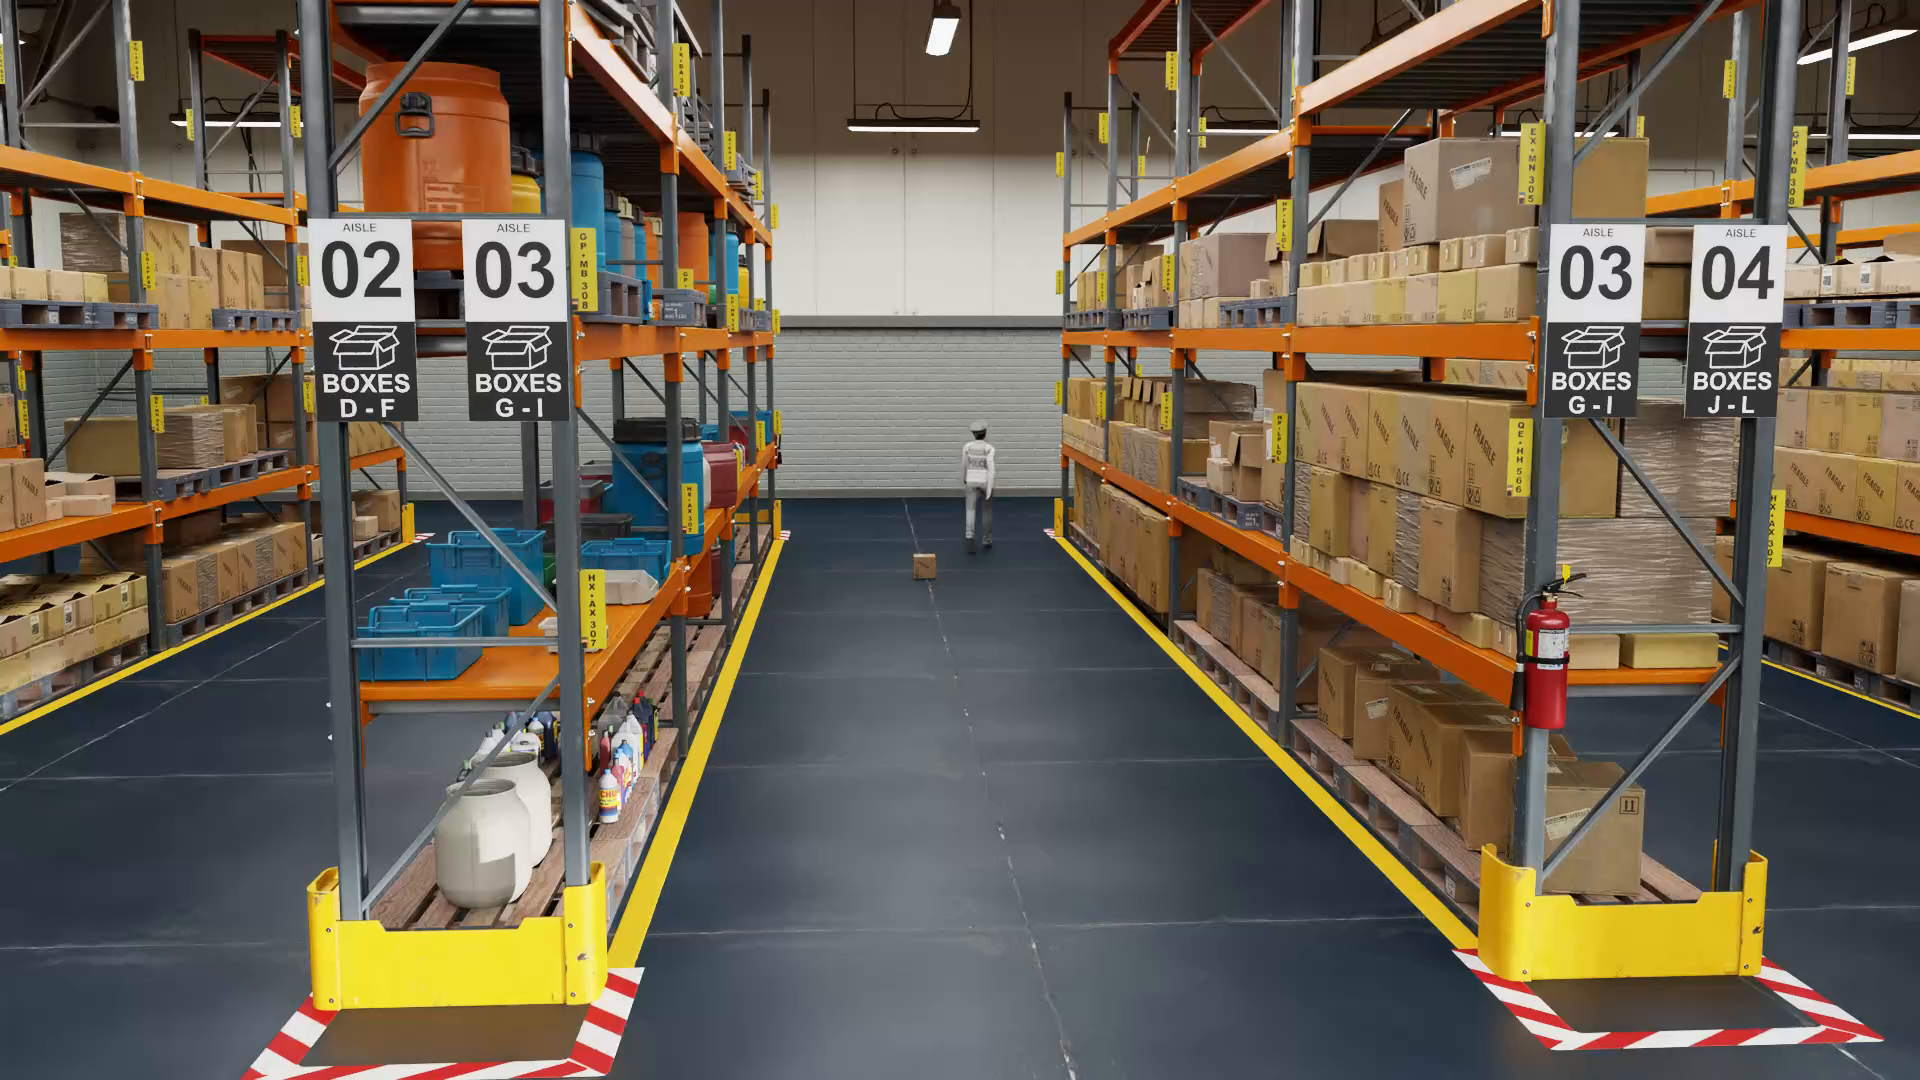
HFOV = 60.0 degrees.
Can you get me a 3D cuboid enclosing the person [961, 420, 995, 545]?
[{"bbox_3d":[0.238,-0.734,21.593,0.467,1.646,0.942,1,7,8],"label":"person"}]
